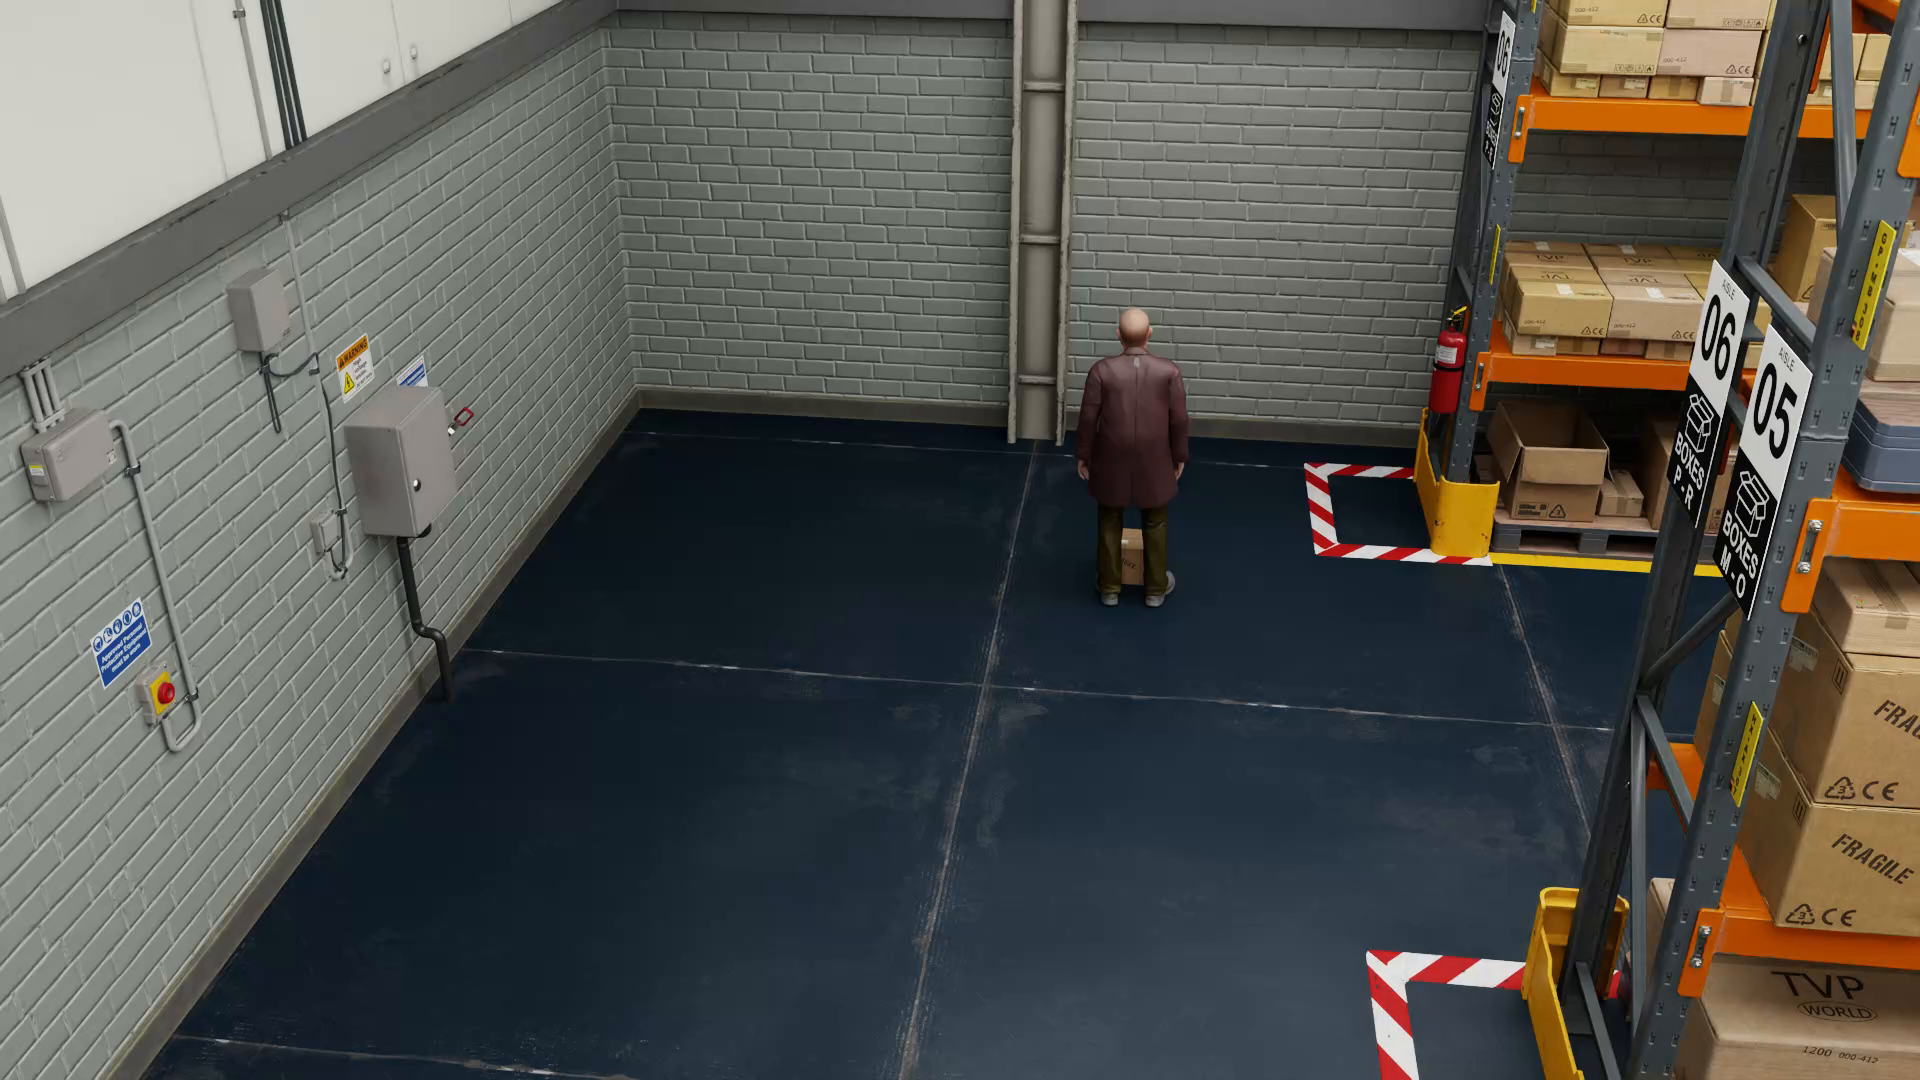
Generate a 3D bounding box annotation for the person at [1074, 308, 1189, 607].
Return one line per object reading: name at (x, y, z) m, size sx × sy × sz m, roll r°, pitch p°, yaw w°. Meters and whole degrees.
person at (0.977, -0.460, 9.502) m, size 0.655 × 1.775 × 0.420 m, roll 2°, pitch 28°, yaw 4°
